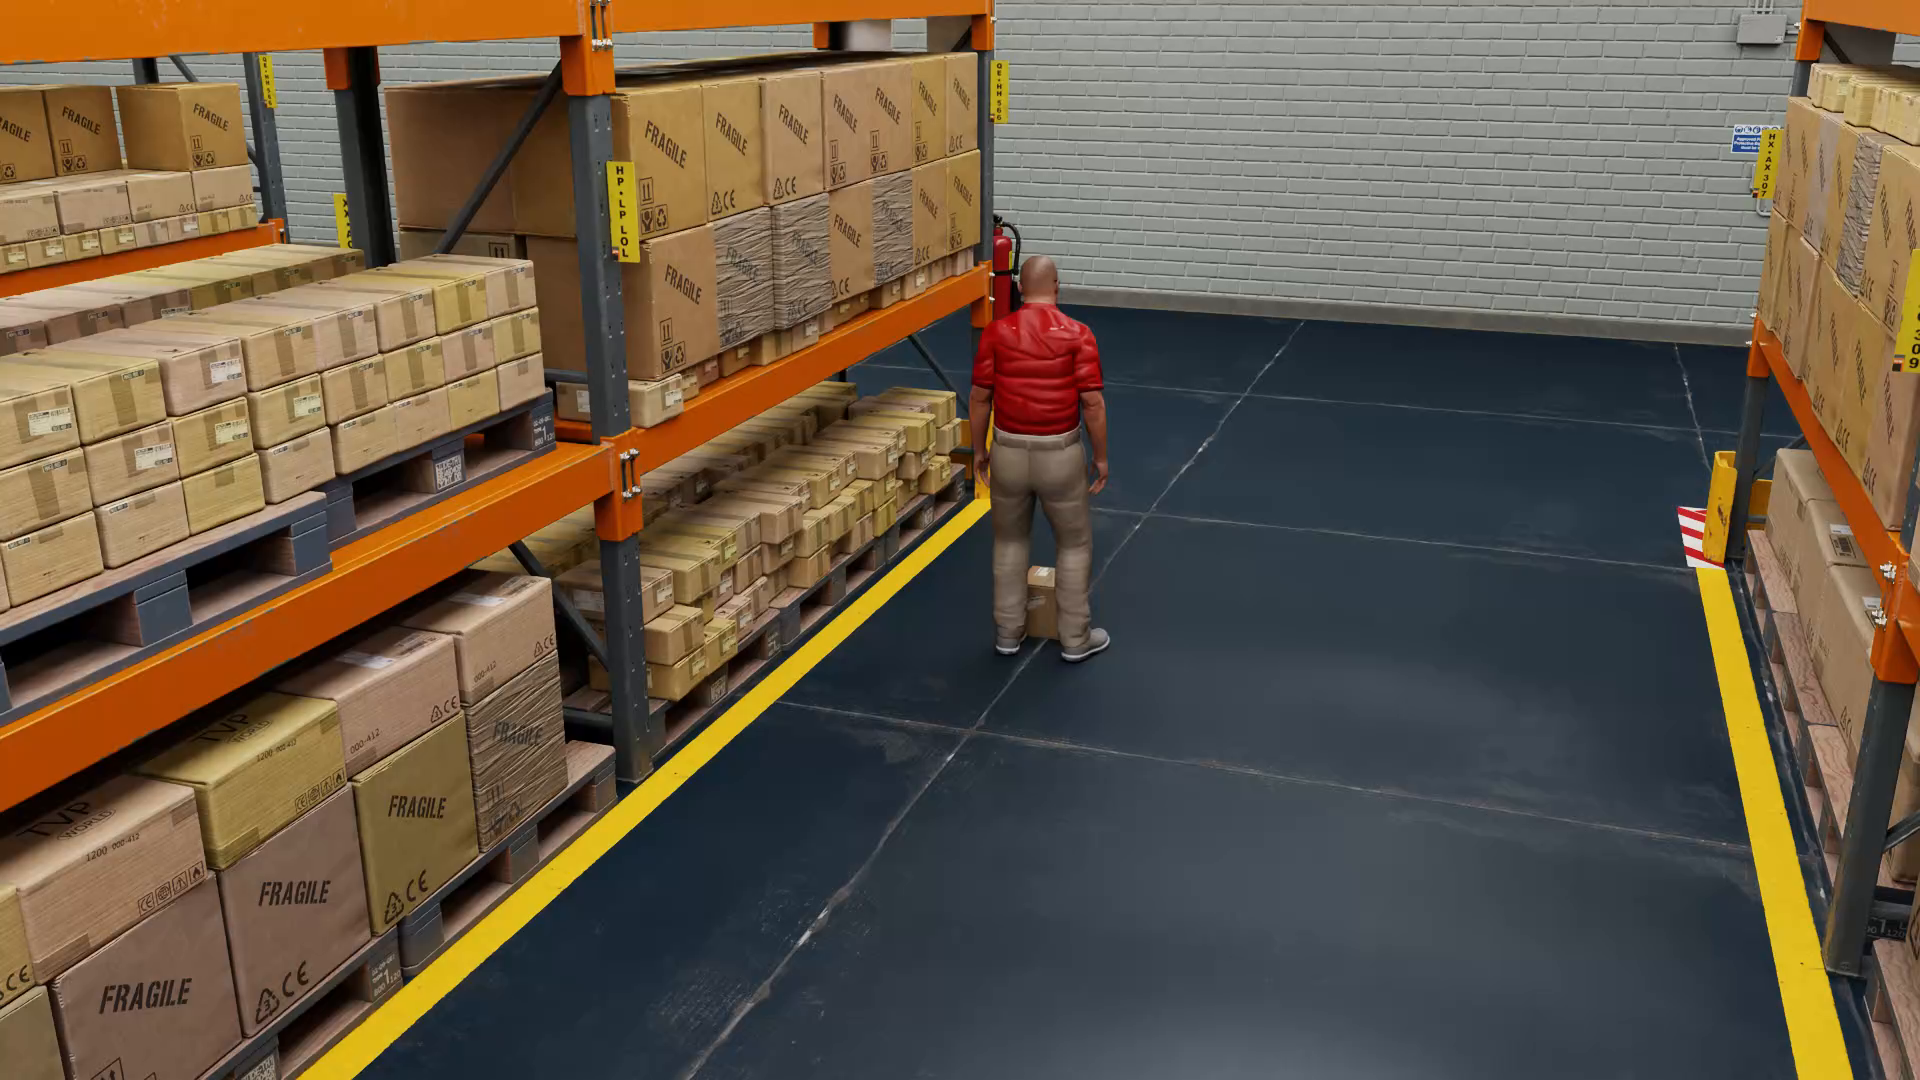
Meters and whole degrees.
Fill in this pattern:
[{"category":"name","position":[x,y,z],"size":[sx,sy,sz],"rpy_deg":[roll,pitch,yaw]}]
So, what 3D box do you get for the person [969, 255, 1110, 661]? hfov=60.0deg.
[{"category":"person","position":[0.340,-0.339,7.091],"size":[0.606,1.728,0.387],"rpy_deg":[5,19,15]}]
